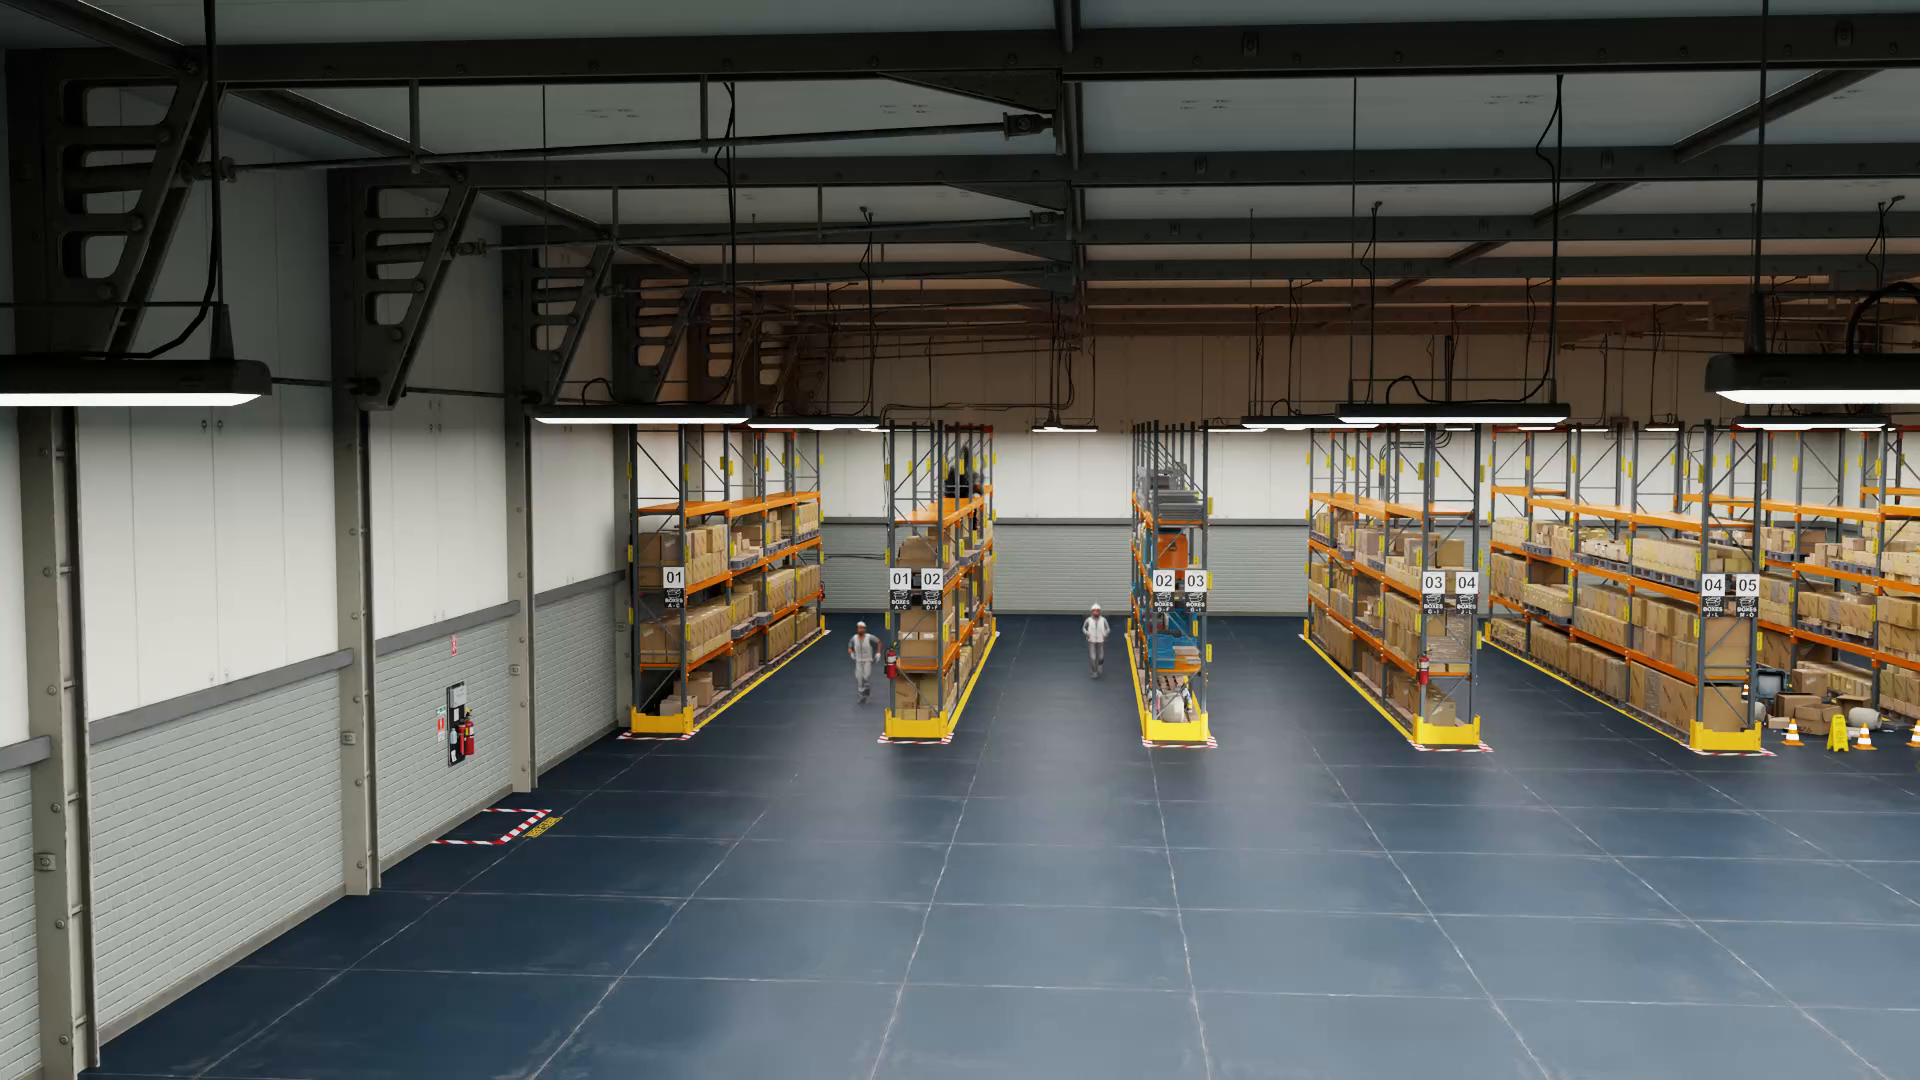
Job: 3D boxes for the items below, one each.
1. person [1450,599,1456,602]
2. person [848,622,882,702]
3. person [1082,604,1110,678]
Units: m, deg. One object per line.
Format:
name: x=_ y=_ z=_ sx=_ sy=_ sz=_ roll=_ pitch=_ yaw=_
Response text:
person: x=13.929 y=1.930 z=47.286 sx=0.539 sy=1.628 sz=0.751 roll=-1 pitch=4 yaw=-18
person: x=-2.054 y=2.608 z=35.431 sx=0.693 sy=1.737 sz=0.699 roll=1 pitch=4 yaw=11
person: x=3.206 y=2.381 z=39.165 sx=0.655 sy=1.722 sz=0.604 roll=0 pitch=4 yaw=2
